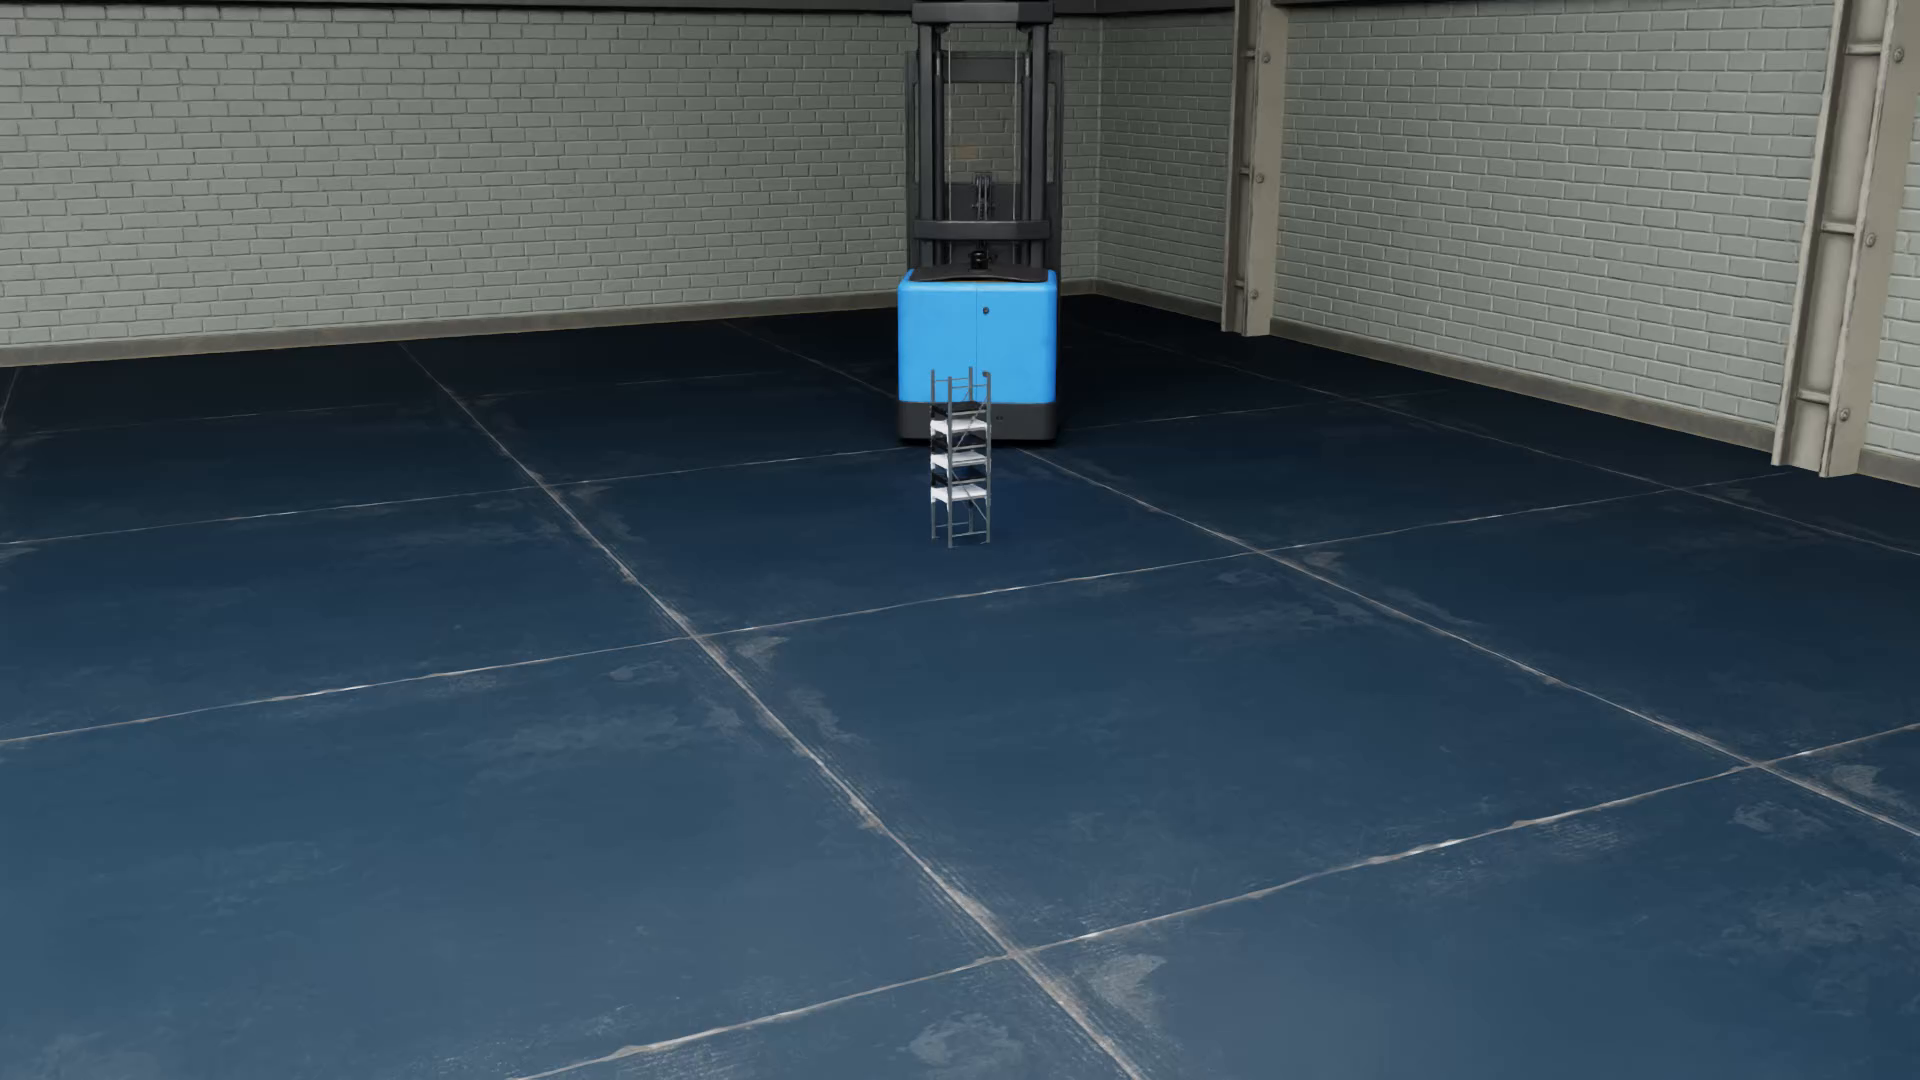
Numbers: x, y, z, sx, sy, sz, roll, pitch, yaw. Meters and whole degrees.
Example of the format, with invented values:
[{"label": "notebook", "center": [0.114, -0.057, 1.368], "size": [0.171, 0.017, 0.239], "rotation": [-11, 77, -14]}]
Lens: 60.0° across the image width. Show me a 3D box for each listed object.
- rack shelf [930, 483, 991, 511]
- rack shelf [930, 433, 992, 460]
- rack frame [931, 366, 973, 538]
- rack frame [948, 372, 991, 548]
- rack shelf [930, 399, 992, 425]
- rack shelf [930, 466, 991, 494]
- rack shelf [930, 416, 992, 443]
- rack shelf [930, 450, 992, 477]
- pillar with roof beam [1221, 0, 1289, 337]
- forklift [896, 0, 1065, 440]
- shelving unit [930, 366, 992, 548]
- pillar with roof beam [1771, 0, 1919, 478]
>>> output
[{"label": "rack shelf", "center": [0.004, -0.225, 8.678], "size": [0.258, 0.077, 0.200], "rotation": [-8, 18, -25]}, {"label": "rack shelf", "center": [0.004, -0.485, 8.604], "size": [0.258, 0.077, 0.200], "rotation": [-8, 18, -25]}, {"label": "rack frame", "center": [-0.041, -0.456, 8.707], "size": [0.240, 0.900, 0.006], "rotation": [-8, 18, -25]}, {"label": "rack frame", "center": [0.048, -0.405, 8.532], "size": [0.240, 0.900, 0.006], "rotation": [-8, 18, -25]}, {"label": "rack shelf", "center": [0.004, -0.658, 8.554], "size": [0.258, 0.077, 0.200], "rotation": [-8, 18, -25]}, {"label": "rack shelf", "center": [0.004, -0.312, 8.654], "size": [0.258, 0.077, 0.200], "rotation": [-8, 18, -25]}, {"label": "rack shelf", "center": [0.004, -0.572, 8.579], "size": [0.258, 0.077, 0.200], "rotation": [-8, 18, -25]}, {"label": "rack shelf", "center": [0.004, -0.398, 8.629], "size": [0.258, 0.077, 0.200], "rotation": [-8, 18, -25]}, {"label": "pillar with roof beam", "center": [-1.205, -5.737, 12.427], "size": [9.100, 9.000, 0.400], "rotation": [-8, 18, -25]}, {"label": "forklift", "center": [0.181, -2.409, 11.832], "size": [1.130, 2.935, 3.031], "rotation": [1, 16, 3]}, {"label": "shelving unit", "center": [0.004, -0.431, 8.620], "size": [0.258, 0.900, 0.210], "rotation": [-8, 18, -25]}, {"label": "pillar with roof beam", "center": [1.423, -4.249, 7.243], "size": [9.100, 9.000, 0.400], "rotation": [-8, 18, -25]}]
